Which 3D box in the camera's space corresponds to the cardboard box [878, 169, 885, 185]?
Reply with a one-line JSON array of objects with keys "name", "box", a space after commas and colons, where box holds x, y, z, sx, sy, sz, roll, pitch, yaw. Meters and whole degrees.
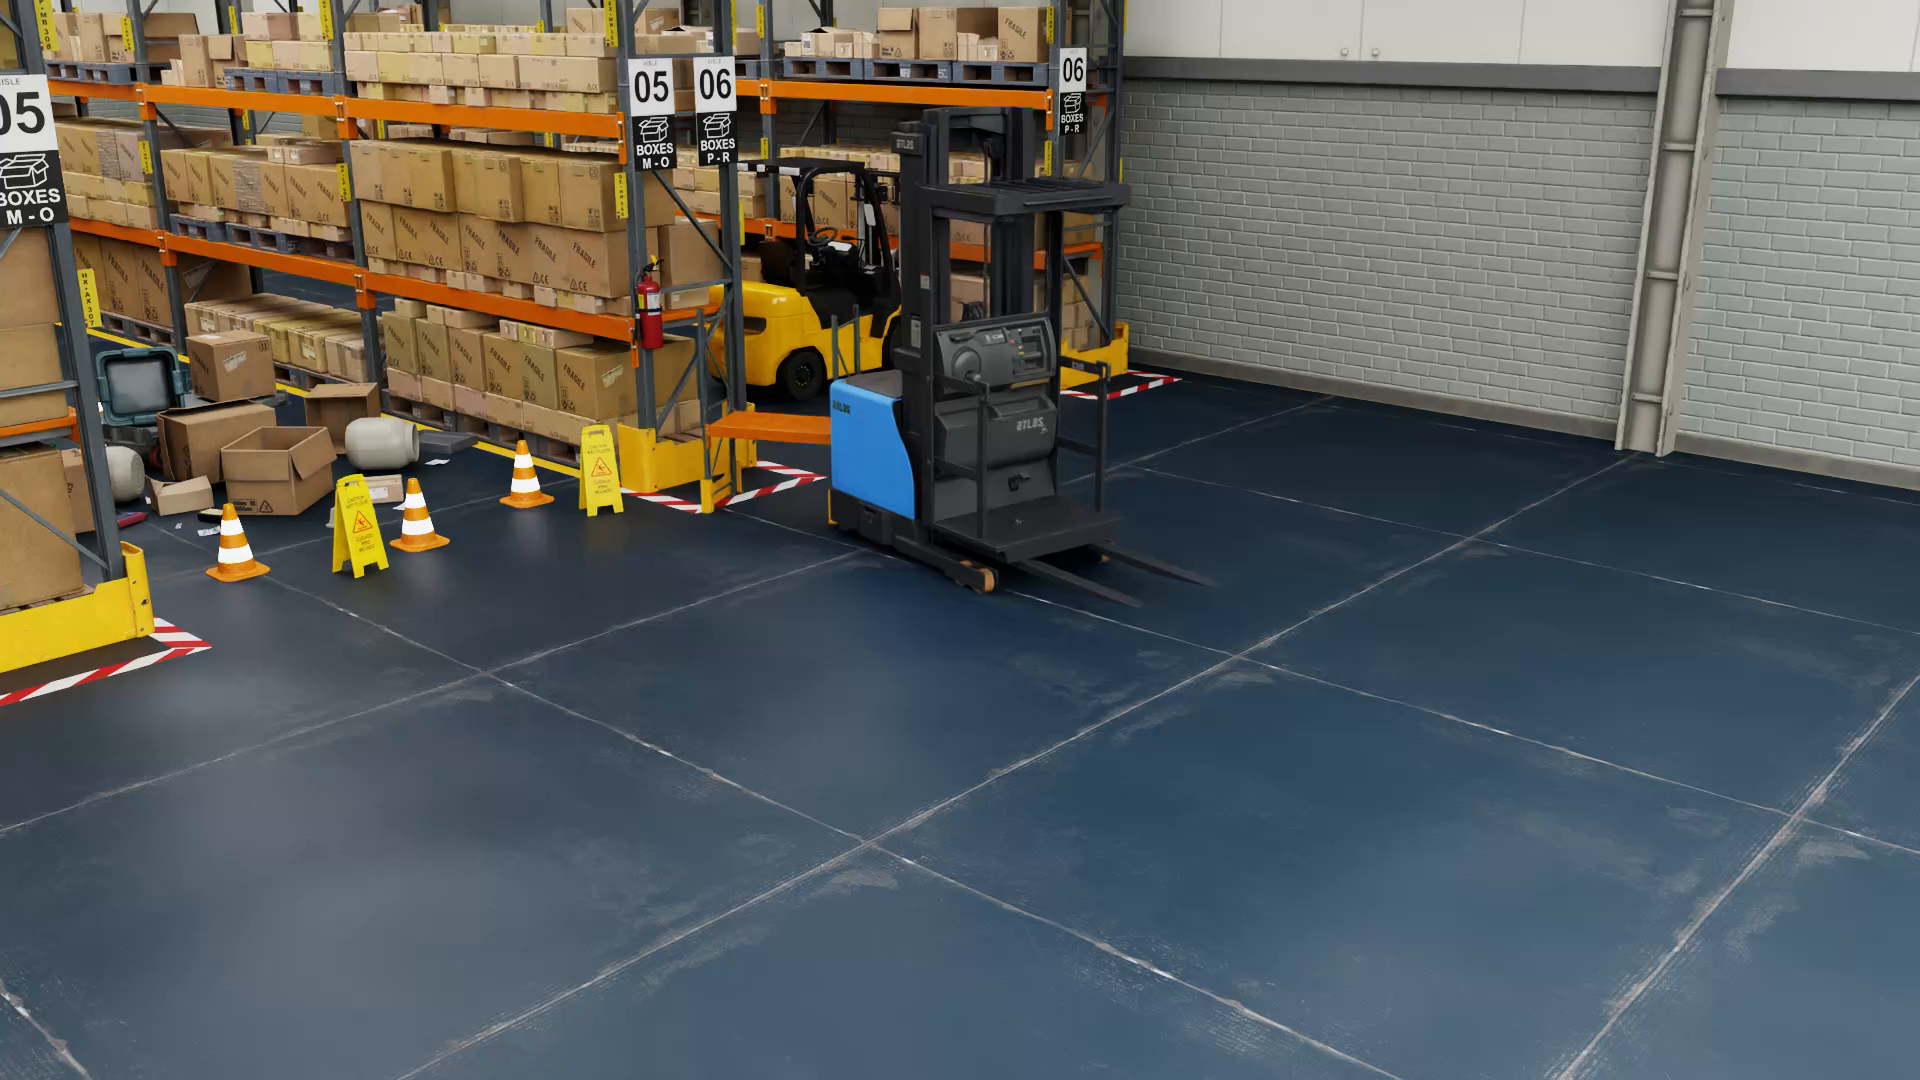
[{"name": "cardboard box", "box": [-0.785, -3.827, 17.476, 0.250, 0.149, 0.380, 14, 22, 38]}]

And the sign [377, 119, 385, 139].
[{"name": "sign", "box": [-8.125, -5.752, 23.347, 0.005, 0.325, 0.100, 15, 23, 39]}]

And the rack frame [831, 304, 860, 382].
[{"name": "rack frame", "box": [-0.813, -0.916, 12.020, 0.032, 1.500, 0.500, 5, 18, 15]}]

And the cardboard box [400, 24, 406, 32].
[{"name": "cardboard box", "box": [-7.430, -6.906, 22.520, 0.250, 0.149, 0.380, 14, 23, 38]}]

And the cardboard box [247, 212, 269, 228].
[{"name": "cardboard box", "box": [-6.774, -3.175, 16.377, 0.250, 0.149, 0.380, 16, 24, 41]}]

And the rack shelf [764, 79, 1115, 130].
[{"name": "rack shelf", "box": [-0.291, -4.543, 17.198, 4.000, 0.370, 1.077, 15, 23, 39]}]

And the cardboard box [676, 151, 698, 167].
[{"name": "cardboard box", "box": [-3.165, -4.483, 19.540, 0.250, 0.149, 0.380, 15, 23, 40]}]

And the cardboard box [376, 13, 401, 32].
[{"name": "cardboard box", "box": [-5.629, -4.836, 15.661, 0.500, 0.250, 0.500, 14, 23, 38]}]

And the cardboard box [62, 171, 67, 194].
[{"name": "cardboard box", "box": [-10.152, -4.149, 19.148, 0.500, 0.250, 0.500, 15, 23, 40]}]

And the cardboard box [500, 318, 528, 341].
[{"name": "cardboard box", "box": [-3.560, -1.752, 13.712, 0.250, 0.149, 0.380, 16, 24, 42]}]

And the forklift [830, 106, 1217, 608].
[{"name": "forklift", "box": [0.370, -1.221, 10.615, 1.130, 2.935, 3.031, -13, 22, -35]}]

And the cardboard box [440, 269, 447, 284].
[{"name": "cardboard box", "box": [-4.232, -2.289, 14.281, 0.250, 0.149, 0.380, 15, 23, 39]}]

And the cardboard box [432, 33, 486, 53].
[{"name": "cardboard box", "box": [-4.049, -4.038, 13.514, 0.250, 0.149, 0.380, 15, 23, 38]}]

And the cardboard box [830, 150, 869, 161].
[{"name": "cardboard box", "box": [-1.169, -4.069, 17.745, 0.250, 0.149, 0.380, 16, 23, 40]}]

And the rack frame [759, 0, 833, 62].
[{"name": "rack frame", "box": [-1.787, -6.717, 17.901, 0.127, 3.000, 1.000, 15, 23, 39]}]

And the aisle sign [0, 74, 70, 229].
[{"name": "aisle sign", "box": [-5.045, -2.083, 8.920, 0.004, 0.787, 0.394, 15, 23, 39]}]

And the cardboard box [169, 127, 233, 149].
[{"name": "cardboard box", "box": [-8.277, -4.216, 18.118, 0.500, 0.500, 0.500, 14, 22, 37]}]

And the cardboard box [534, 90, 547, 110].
[{"name": "cardboard box", "box": [-3.069, -3.419, 12.881, 0.250, 0.149, 0.380, 15, 23, 40]}]

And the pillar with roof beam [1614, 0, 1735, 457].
[{"name": "pillar with roof beam", "box": [2.913, -4.079, 9.588, 0.400, 9.000, 9.100, 15, 23, 39]}]

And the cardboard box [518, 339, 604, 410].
[{"name": "cardboard box", "box": [-3.252, -1.384, 13.624, 0.500, 0.500, 0.500, 16, 24, 41]}]

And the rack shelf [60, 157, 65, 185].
[{"name": "rack shelf", "box": [-6.793, -2.279, 10.064, 4.000, 0.370, 1.077, 15, 23, 39]}]

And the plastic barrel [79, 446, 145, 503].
[{"name": "plastic barrel", "box": [-6.422, -0.485, 12.440, 0.512, 0.421, 0.421, -3, 18, -8]}]

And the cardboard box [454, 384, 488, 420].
[{"name": "cardboard box", "box": [-4.011, -1.233, 14.391, 0.500, 0.250, 0.500, 15, 23, 39]}]

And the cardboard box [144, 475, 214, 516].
[{"name": "cardboard box", "box": [-5.781, -0.362, 12.314, 0.396, 0.266, 0.258, -13, 22, -36]}]

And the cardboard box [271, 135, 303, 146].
[{"name": "cardboard box", "box": [-10.224, -6.084, 25.580, 0.500, 0.250, 0.500, 15, 23, 40]}]

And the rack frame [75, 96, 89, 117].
[{"name": "rack frame", "box": [-11.062, -4.340, 20.329, 0.127, 3.000, 1.000, 15, 23, 39]}]

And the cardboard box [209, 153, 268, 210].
[{"name": "cardboard box", "box": [-7.092, -3.576, 16.569, 0.500, 0.500, 0.500, 16, 23, 40]}]

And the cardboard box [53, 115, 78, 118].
[{"name": "cardboard box", "box": [-11.258, -5.015, 20.636, 0.500, 0.500, 0.500, 15, 23, 40]}]

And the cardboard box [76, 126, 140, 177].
[{"name": "cardboard box", "box": [-9.387, -4.308, 18.410, 0.500, 0.500, 0.500, 15, 23, 39]}]

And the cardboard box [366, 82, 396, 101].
[{"name": "cardboard box", "box": [-4.851, -3.860, 14.272, 0.250, 0.149, 0.380, 15, 23, 39]}]

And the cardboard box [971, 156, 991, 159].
[{"name": "cardboard box", "box": [0.326, -3.879, 17.147, 0.250, 0.149, 0.380, 16, 24, 41]}]

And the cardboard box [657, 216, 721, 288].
[{"name": "cardboard box", "box": [-2.257, -2.278, 13.174, 0.500, 0.500, 0.500, 15, 23, 38]}]

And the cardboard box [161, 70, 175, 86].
[{"name": "cardboard box", "box": [-7.948, -4.745, 17.062, 0.250, 0.149, 0.380, 15, 23, 39]}]

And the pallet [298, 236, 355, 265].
[{"name": "pallet", "box": [-5.554, -2.829, 15.884, 1.213, 0.211, 1.003, 15, 23, 39]}]

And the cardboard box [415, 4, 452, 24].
[{"name": "cardboard box", "box": [-7.276, -7.270, 22.979, 0.258, 0.266, 0.396, 15, 23, 39]}]

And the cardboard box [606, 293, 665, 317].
[{"name": "cardboard box", "box": [-2.509, -1.838, 12.859, 0.250, 0.149, 0.380, 16, 24, 41]}]

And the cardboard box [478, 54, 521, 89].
[{"name": "cardboard box", "box": [-3.415, -3.677, 13.036, 0.500, 0.250, 0.500, 16, 24, 41]}]

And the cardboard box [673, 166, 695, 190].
[{"name": "cardboard box", "box": [-3.092, -4.271, 19.532, 0.500, 0.250, 0.500, 16, 23, 40]}]

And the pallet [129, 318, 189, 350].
[{"name": "pallet", "box": [-8.610, -2.383, 18.772, 1.213, 0.211, 1.003, 15, 23, 39]}]

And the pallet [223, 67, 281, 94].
[{"name": "pallet", "box": [-6.248, -4.430, 15.963, 1.003, 0.211, 1.213, 15, 23, 39]}]

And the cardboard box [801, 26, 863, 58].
[{"name": "cardboard box", "box": [-1.326, -5.271, 17.589, 0.500, 0.311, 0.500, 16, 23, 40]}]

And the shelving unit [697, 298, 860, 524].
[{"name": "shelving unit", "box": [-1.310, -0.960, 12.156, 1.083, 1.500, 0.587, 5, 18, 15]}]

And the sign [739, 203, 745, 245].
[{"name": "sign", "box": [-1.727, -2.466, 12.993, 0.005, 0.325, 0.100, 15, 23, 39]}]

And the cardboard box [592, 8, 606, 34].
[{"name": "cardboard box", "box": [-3.955, -6.107, 19.912, 0.500, 0.500, 0.700, 14, 23, 38]}]

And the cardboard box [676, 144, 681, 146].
[{"name": "cardboard box", "box": [-3.604, -4.802, 20.545, 0.250, 0.149, 0.380, 15, 23, 39]}]

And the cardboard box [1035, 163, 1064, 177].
[{"name": "cardboard box", "box": [0.797, -3.577, 16.196, 0.250, 0.149, 0.380, 15, 23, 39]}]

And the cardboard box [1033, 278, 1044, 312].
[{"name": "cardboard box", "box": [0.653, -2.443, 16.548, 0.500, 0.250, 0.500, 16, 24, 41]}]

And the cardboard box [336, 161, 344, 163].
[{"name": "cardboard box", "box": [-5.614, -3.383, 15.961, 0.500, 0.500, 0.500, 15, 23, 39]}]

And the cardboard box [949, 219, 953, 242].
[{"name": "cardboard box", "box": [-0.103, -3.351, 17.045, 0.500, 0.500, 0.500, 14, 23, 38]}]

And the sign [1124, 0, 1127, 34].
[{"name": "sign", "box": [1.578, -5.063, 16.072, 0.005, 0.325, 0.100, 15, 23, 39]}]

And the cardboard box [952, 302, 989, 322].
[{"name": "cardboard box", "box": [0.265, -2.313, 16.965, 0.500, 0.250, 0.500, 15, 23, 39]}]
